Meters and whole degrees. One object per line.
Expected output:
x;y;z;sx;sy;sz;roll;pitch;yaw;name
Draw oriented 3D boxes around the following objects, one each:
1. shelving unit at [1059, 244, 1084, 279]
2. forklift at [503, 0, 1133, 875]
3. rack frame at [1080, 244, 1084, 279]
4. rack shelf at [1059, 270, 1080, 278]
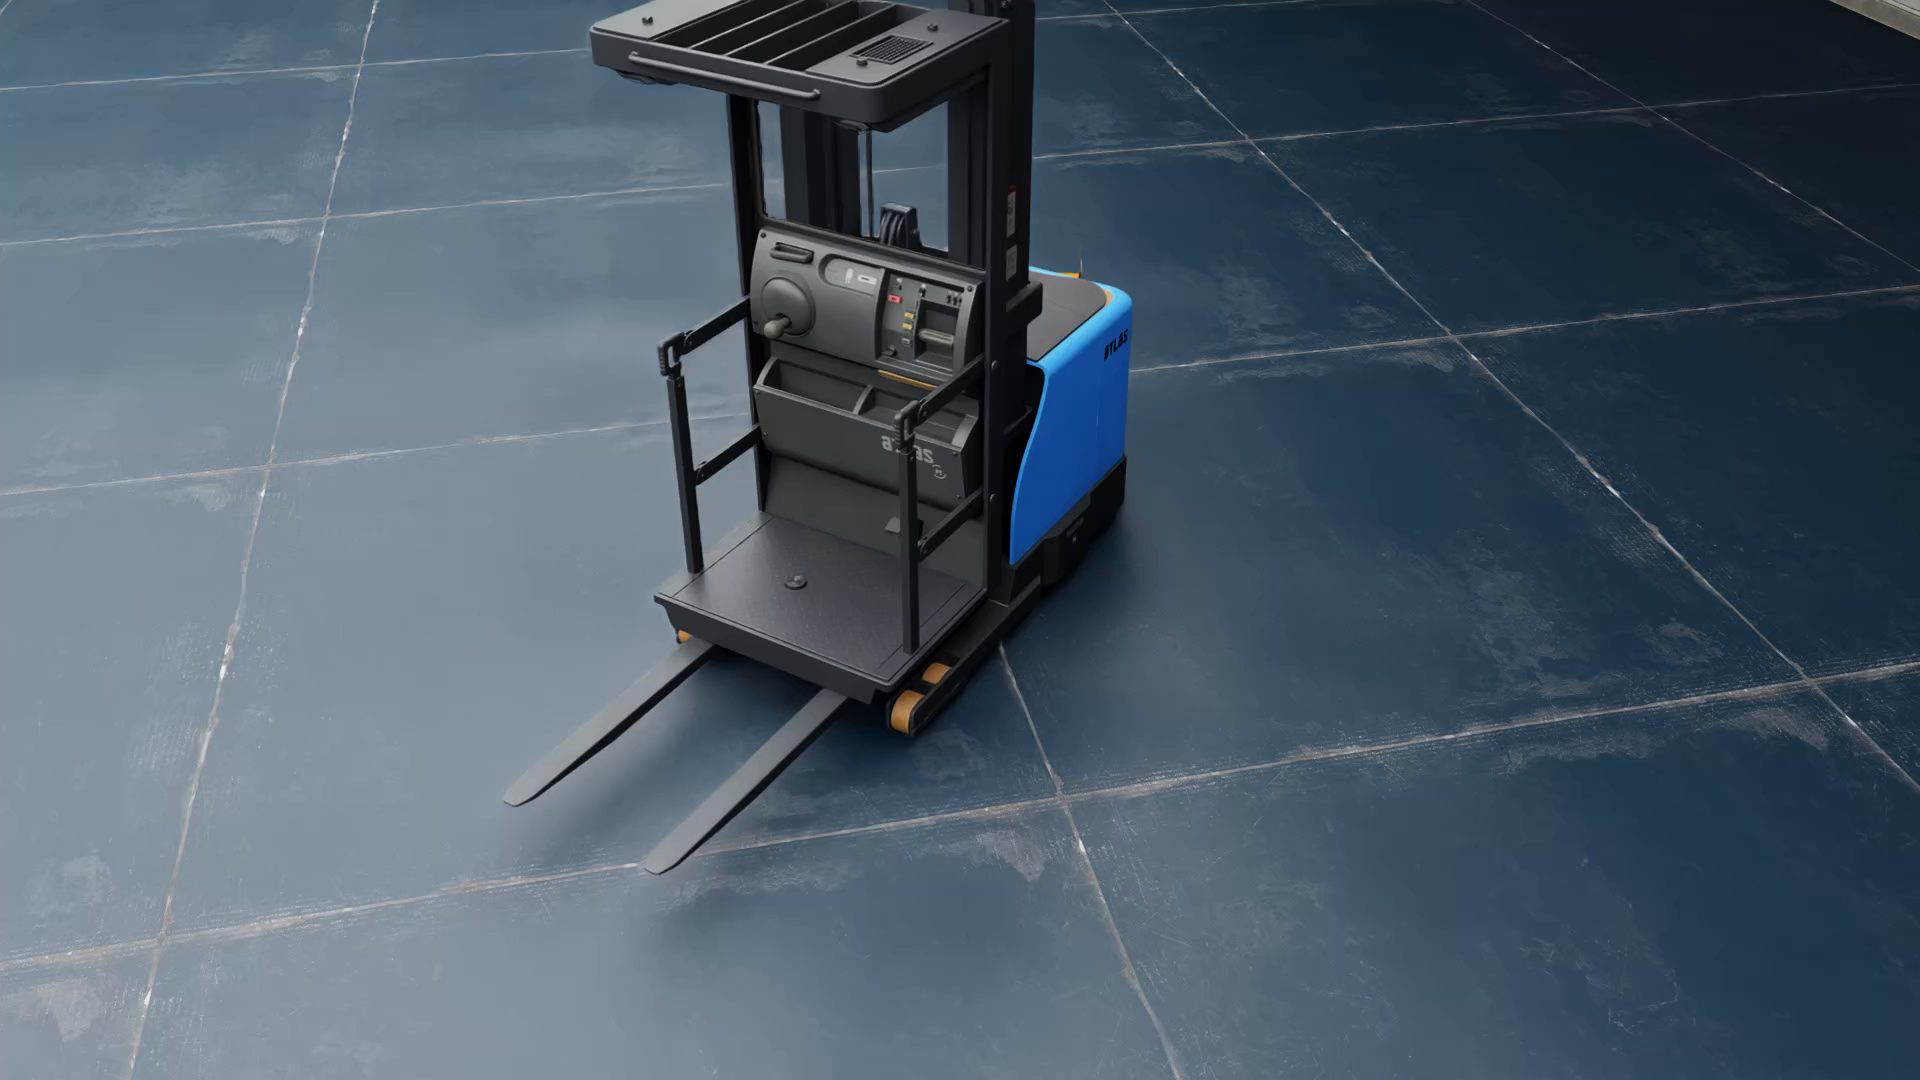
0.409;-0.809;7.513;0.252;1.050;0.215;1;34;2;shelving unit
-0.463;-0.789;5.795;1.130;2.935;3.031;19;38;25;forklift
0.531;-0.806;7.509;0.008;1.050;0.200;1;34;2;rack frame
0.409;-1.036;7.361;0.240;0.259;0.215;1;34;2;rack shelf
